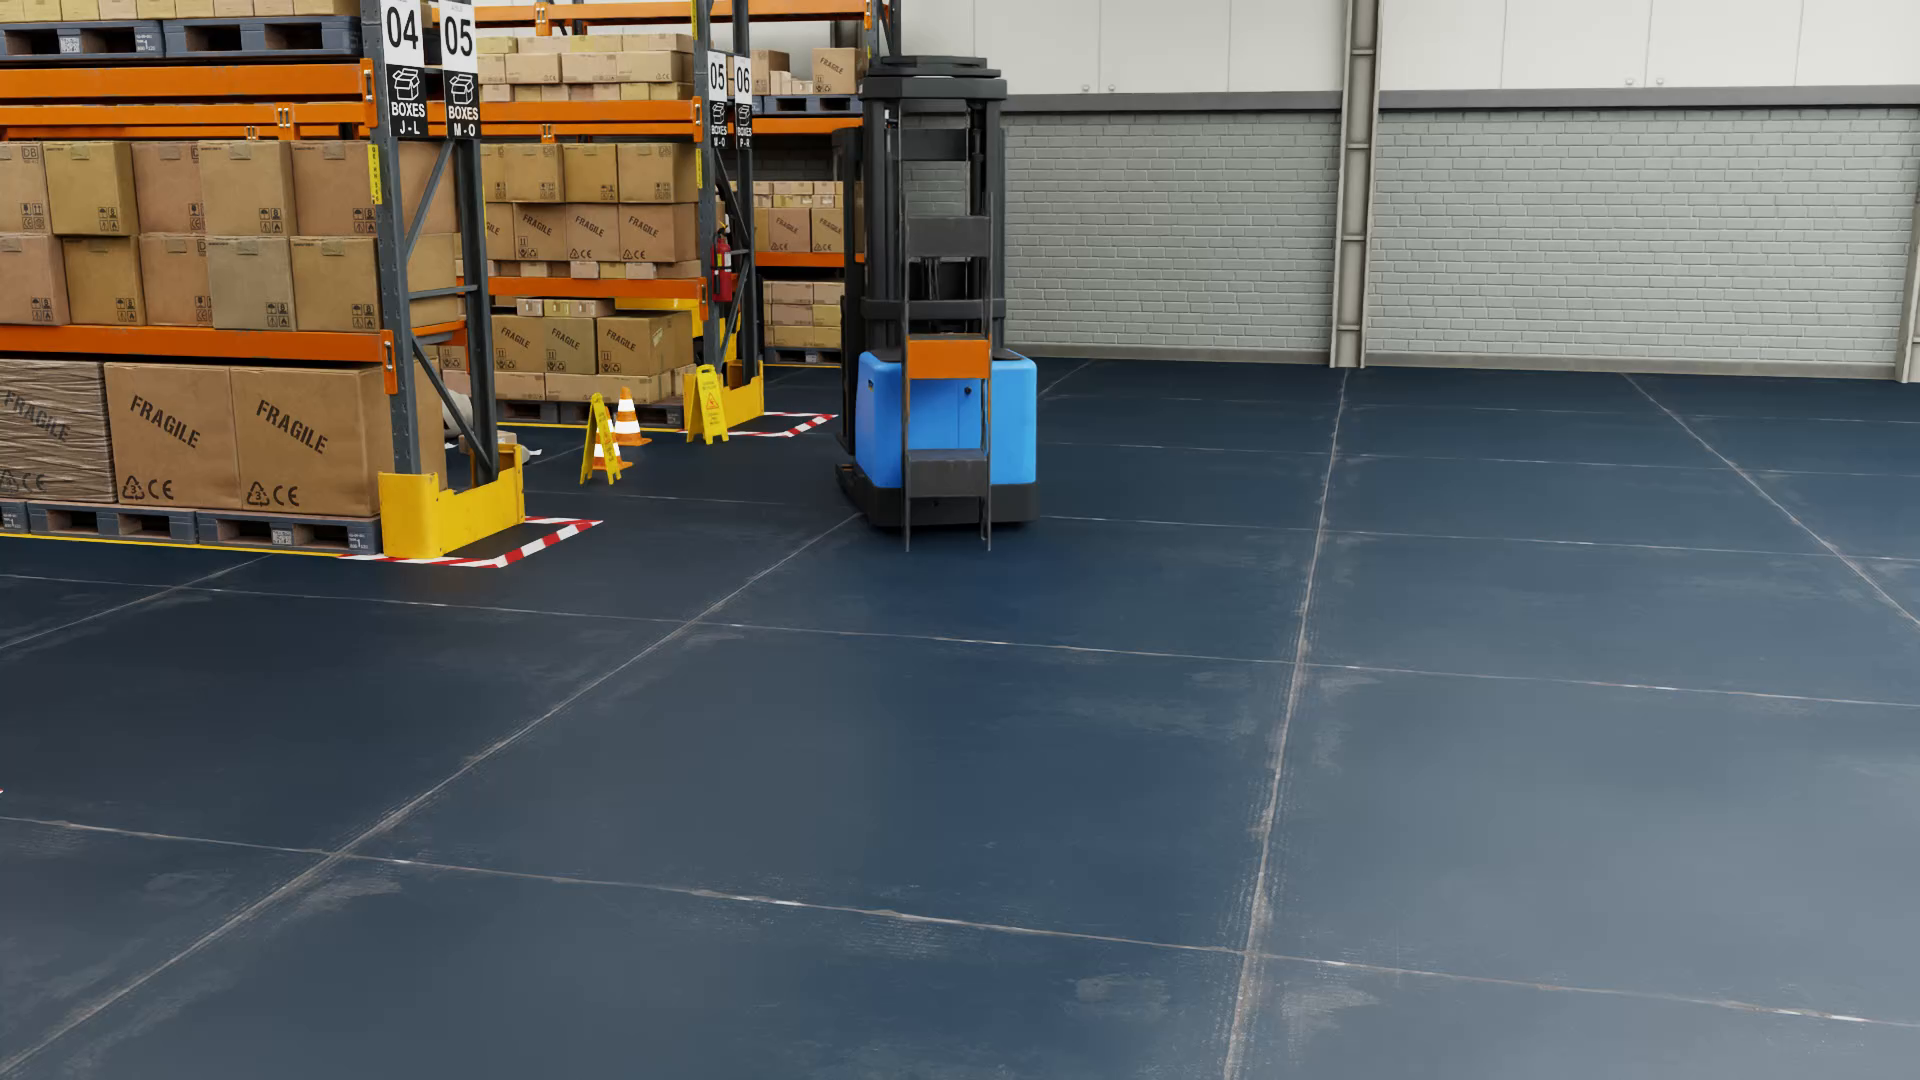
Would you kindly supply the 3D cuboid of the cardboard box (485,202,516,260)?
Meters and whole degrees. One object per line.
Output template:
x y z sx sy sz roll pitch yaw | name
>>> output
-4.097 -2.775 14.898 0.500 0.500 0.500 3 13 14 | cardboard box

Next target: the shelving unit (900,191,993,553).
-0.085 -0.993 9.858 0.503 2.100 0.431 -1 13 -6 | shelving unit

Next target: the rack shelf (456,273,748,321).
-3.988 -2.279 15.243 4.000 0.370 1.077 3 13 14 | rack shelf

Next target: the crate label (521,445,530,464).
-3.487 -0.657 12.879 0.298 0.136 0.250 -4 13 -16 | crate label

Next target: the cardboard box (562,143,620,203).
-3.084 -3.217 14.584 0.500 0.500 0.700 3 13 14 | cardboard box

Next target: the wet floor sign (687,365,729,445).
-2.118 -1.142 13.894 0.232 0.644 0.267 8 15 33 | wet floor sign

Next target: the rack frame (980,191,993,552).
0.158 -0.998 9.882 0.015 2.100 0.400 -1 13 -6 | rack frame

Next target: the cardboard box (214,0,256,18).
-4.032 -3.049 9.503 0.250 0.149 0.380 3 13 14 | cardboard box

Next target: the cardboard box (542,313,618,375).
-3.394 -1.769 14.927 0.500 0.500 0.500 4 13 16 | cardboard box

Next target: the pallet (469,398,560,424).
-4.081 -1.283 15.528 1.213 0.211 1.003 3 13 14 | pallet

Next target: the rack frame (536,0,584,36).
-4.744 -6.707 19.689 0.127 3.000 1.000 3 13 14 | rack frame

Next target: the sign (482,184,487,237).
-2.995 -2.058 10.404 0.005 0.325 0.100 3 13 14 | sign

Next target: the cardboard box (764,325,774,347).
-2.357 -2.447 19.716 0.500 0.250 0.500 3 13 14 | cardboard box

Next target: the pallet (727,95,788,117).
-2.729 -5.097 19.561 1.213 0.211 1.003 3 13 14 | pallet

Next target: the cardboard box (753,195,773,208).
-2.265 -3.948 19.374 0.250 0.149 0.380 3 13 12 | cardboard box

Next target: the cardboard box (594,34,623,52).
-2.939 -4.244 14.251 0.250 0.149 0.380 3 13 13 | cardboard box

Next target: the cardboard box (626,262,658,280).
-2.733 -2.368 14.563 0.250 0.149 0.380 3 13 13 | cardboard box

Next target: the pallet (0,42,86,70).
-6.226 -3.065 10.401 1.213 0.211 1.003 3 13 14 | pallet

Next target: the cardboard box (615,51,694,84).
-2.608 -4.033 14.221 0.500 0.250 0.500 3 13 13 | cardboard box

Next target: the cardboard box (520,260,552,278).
-3.719 -2.430 14.842 0.250 0.149 0.380 3 13 13 | cardboard box

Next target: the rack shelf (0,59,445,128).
-5.076 -2.698 10.203 4.000 0.370 1.077 3 13 14 | rack shelf

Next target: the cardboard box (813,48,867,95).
-1.349 -5.309 18.883 0.500 0.500 0.500 3 13 15 | cardboard box

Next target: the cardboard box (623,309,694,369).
-2.787 -1.857 15.324 0.500 0.500 0.500 3 13 12 | cardboard box

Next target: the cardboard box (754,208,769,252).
-2.401 -3.645 19.508 0.500 0.500 0.500 3 13 12 | cardboard box

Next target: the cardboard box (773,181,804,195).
-1.990 -4.098 19.366 0.250 0.149 0.380 3 13 14 | cardboard box

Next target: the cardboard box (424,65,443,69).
-4.582 -4.137 14.688 0.500 0.250 0.500 3 13 14 | cardboard box

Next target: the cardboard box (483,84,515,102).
-3.962 -3.899 14.535 0.250 0.149 0.380 3 13 13 | cardboard box

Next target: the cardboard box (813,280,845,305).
-1.383 -2.880 19.359 0.500 0.250 0.500 4 13 15 | cardboard box

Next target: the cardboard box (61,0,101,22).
-5.019 -3.101 9.742 0.250 0.149 0.380 3 13 14 | cardboard box

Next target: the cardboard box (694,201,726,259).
-2.440 -2.804 15.028 0.500 0.500 0.500 3 13 13 | cardboard box

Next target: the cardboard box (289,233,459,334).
-3.505 -1.564 10.009 0.550 0.550 0.875 3 13 14 | cardboard box

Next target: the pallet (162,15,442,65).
-3.857 -2.938 9.830 1.213 0.211 1.003 3 13 14 | pallet

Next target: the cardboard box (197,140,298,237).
-4.041 -2.118 10.013 0.550 0.550 0.875 3 13 14 | cardboard box

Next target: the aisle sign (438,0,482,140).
-2.994 -2.809 9.968 0.004 0.787 0.394 3 13 14 | aisle sign

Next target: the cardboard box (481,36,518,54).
-3.942 -4.286 14.439 0.250 0.149 0.380 3 13 15 | cardboard box

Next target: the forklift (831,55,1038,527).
-0.285 -1.782 11.500 1.130 2.935 3.031 -2 13 -10 | forklift

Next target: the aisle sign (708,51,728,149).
-2.056 -3.732 14.126 0.004 0.787 0.394 3 13 14 | aisle sign

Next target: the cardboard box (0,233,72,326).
-5.621 -1.668 10.481 0.550 0.550 0.875 3 13 14 | cardboard box

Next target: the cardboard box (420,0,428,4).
-3.541 -3.350 9.941 0.500 0.250 0.500 3 13 13 | cardboard box

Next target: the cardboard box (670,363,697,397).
-2.763 -1.489 15.400 0.500 0.250 0.500 3 13 13 | cardboard box

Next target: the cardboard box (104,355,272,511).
-4.663 -0.715 10.466 0.875 0.875 0.875 3 13 13 | cardboard box

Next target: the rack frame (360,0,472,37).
-3.134 -4.409 9.332 0.127 3.000 1.000 3 13 14 | rack frame

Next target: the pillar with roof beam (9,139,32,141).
-14.003 -6.443 18.497 0.400 9.000 9.100 3 13 14 | pillar with roof beam

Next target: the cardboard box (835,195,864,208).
-1.264 -3.895 19.137 0.250 0.149 0.380 3 13 14 | cardboard box

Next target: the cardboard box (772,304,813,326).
-1.893 -2.665 19.546 0.500 0.250 0.500 3 13 13 | cardboard box

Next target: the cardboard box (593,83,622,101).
-2.959 -3.855 14.339 0.250 0.149 0.380 3 13 15 | cardboard box

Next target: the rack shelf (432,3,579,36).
-6.686 -6.264 20.278 4.000 0.370 1.077 3 13 14 | rack shelf

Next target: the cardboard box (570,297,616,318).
-3.259 -2.064 14.760 0.250 0.149 0.380 3 13 15 | cardboard box

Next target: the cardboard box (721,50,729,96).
-2.878 -5.424 19.390 0.637 0.503 0.797 3 13 15 | cardboard box

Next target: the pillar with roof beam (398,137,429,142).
-8.177 -6.131 17.093 0.400 9.000 9.100 3 13 14 | pillar with roof beam

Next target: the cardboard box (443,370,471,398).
-4.385 -1.457 15.255 0.500 0.250 0.500 3 13 13 | cardboard box
